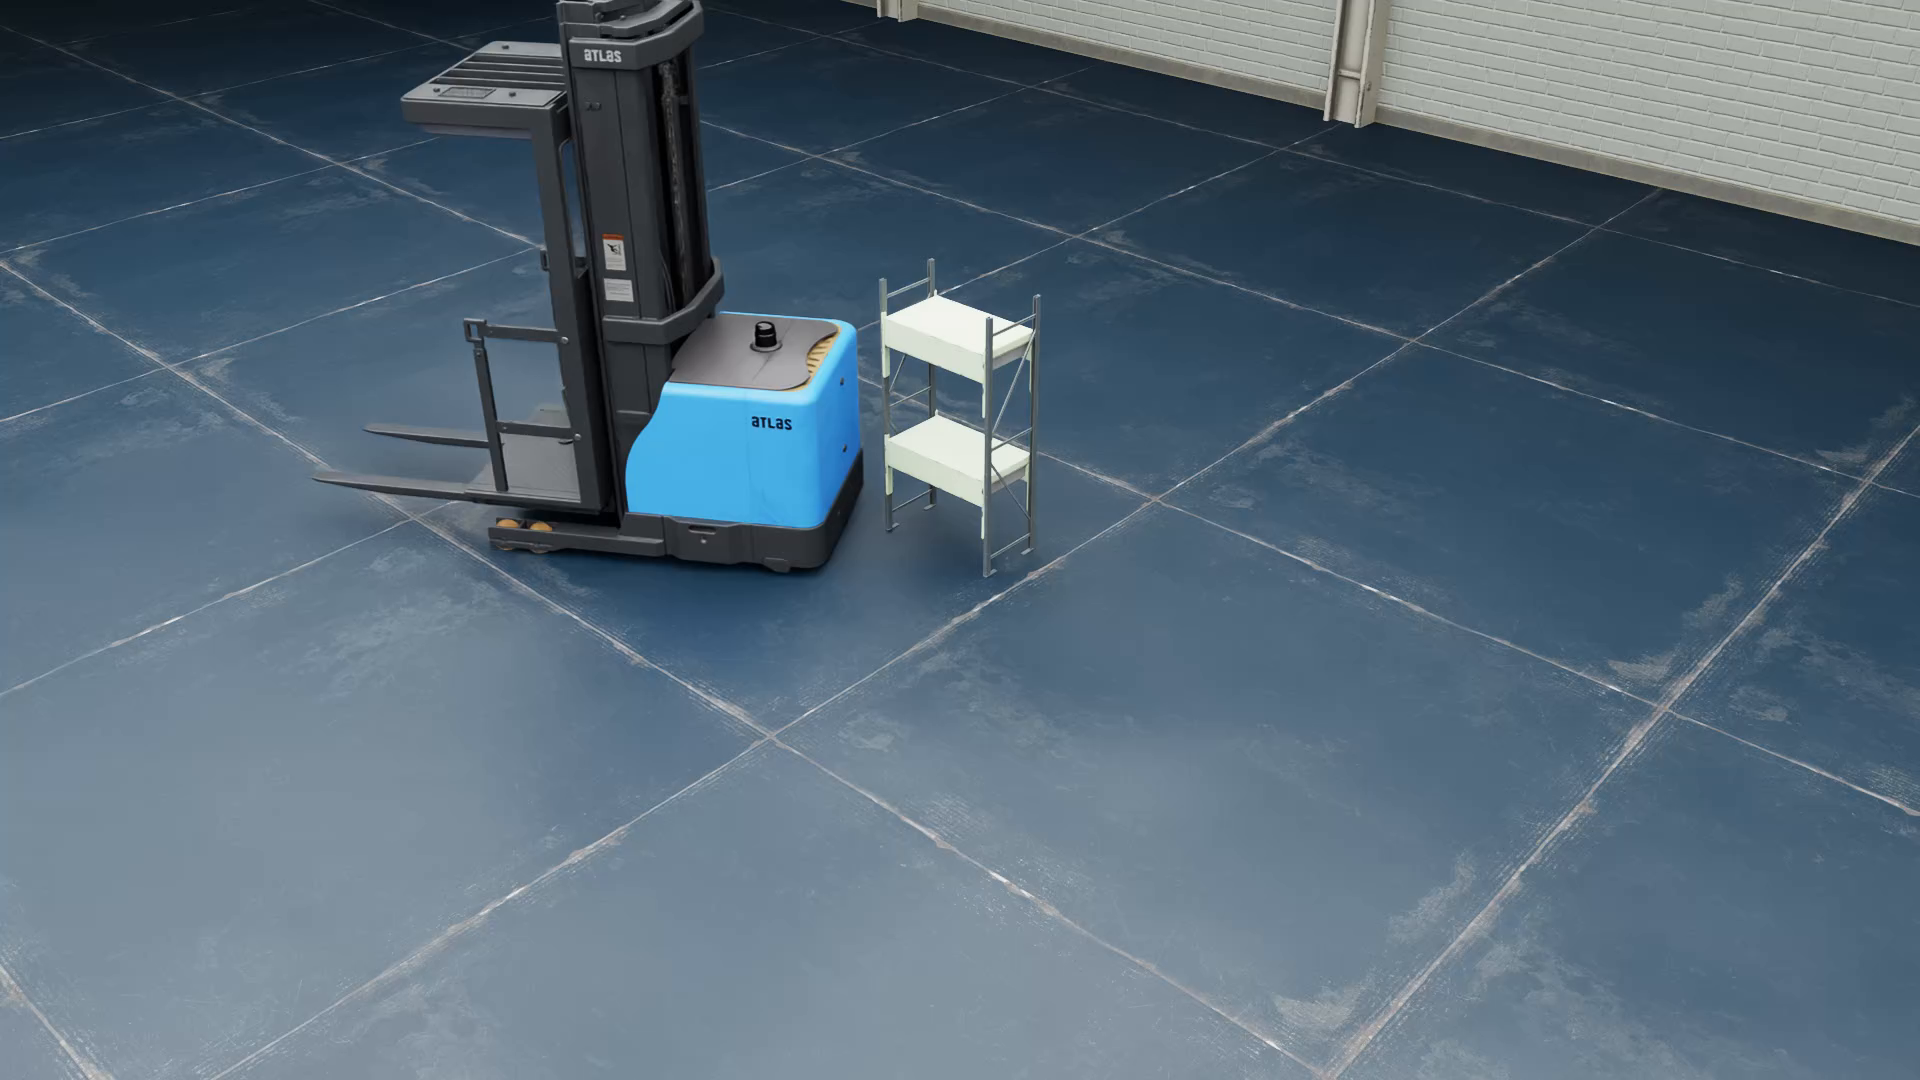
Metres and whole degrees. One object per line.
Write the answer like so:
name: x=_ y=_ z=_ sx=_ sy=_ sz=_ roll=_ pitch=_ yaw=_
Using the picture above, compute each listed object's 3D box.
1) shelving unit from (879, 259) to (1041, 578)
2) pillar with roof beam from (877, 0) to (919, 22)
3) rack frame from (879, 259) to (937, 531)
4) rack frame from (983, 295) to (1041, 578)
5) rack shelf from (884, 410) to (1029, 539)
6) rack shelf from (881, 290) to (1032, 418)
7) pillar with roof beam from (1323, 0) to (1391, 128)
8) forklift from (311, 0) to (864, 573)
shelving unit: x=-0.005 y=-0.645 z=8.867 sx=0.755 sy=1.500 sz=0.431 roll=25 pitch=39 yaw=35
pillar with roof beam: x=-3.609 y=-8.304 z=14.319 sx=0.400 sy=9.000 sz=9.100 roll=25 pitch=39 yaw=35
rack frame: x=-0.276 y=-0.772 z=9.077 sx=0.023 sy=1.500 sz=0.400 roll=25 pitch=39 yaw=35
rack frame: x=0.266 y=-0.518 z=8.657 sx=0.023 sy=1.500 sz=0.400 roll=25 pitch=39 yaw=35
rack shelf: x=-0.005 y=-0.366 z=9.035 sx=0.720 sy=0.370 sz=0.431 roll=25 pitch=39 yaw=35
rack shelf: x=-0.005 y=-0.979 z=8.666 sx=0.720 sy=0.370 sz=0.431 roll=25 pitch=39 yaw=35
pillar with roof beam: x=0.840 y=-6.227 z=10.869 sx=0.400 sy=9.000 sz=9.100 roll=25 pitch=39 yaw=35
forklift: x=-2.125 y=-1.442 z=8.804 sx=3.031 sy=2.935 sz=1.130 roll=5 pitch=31 yaw=9
